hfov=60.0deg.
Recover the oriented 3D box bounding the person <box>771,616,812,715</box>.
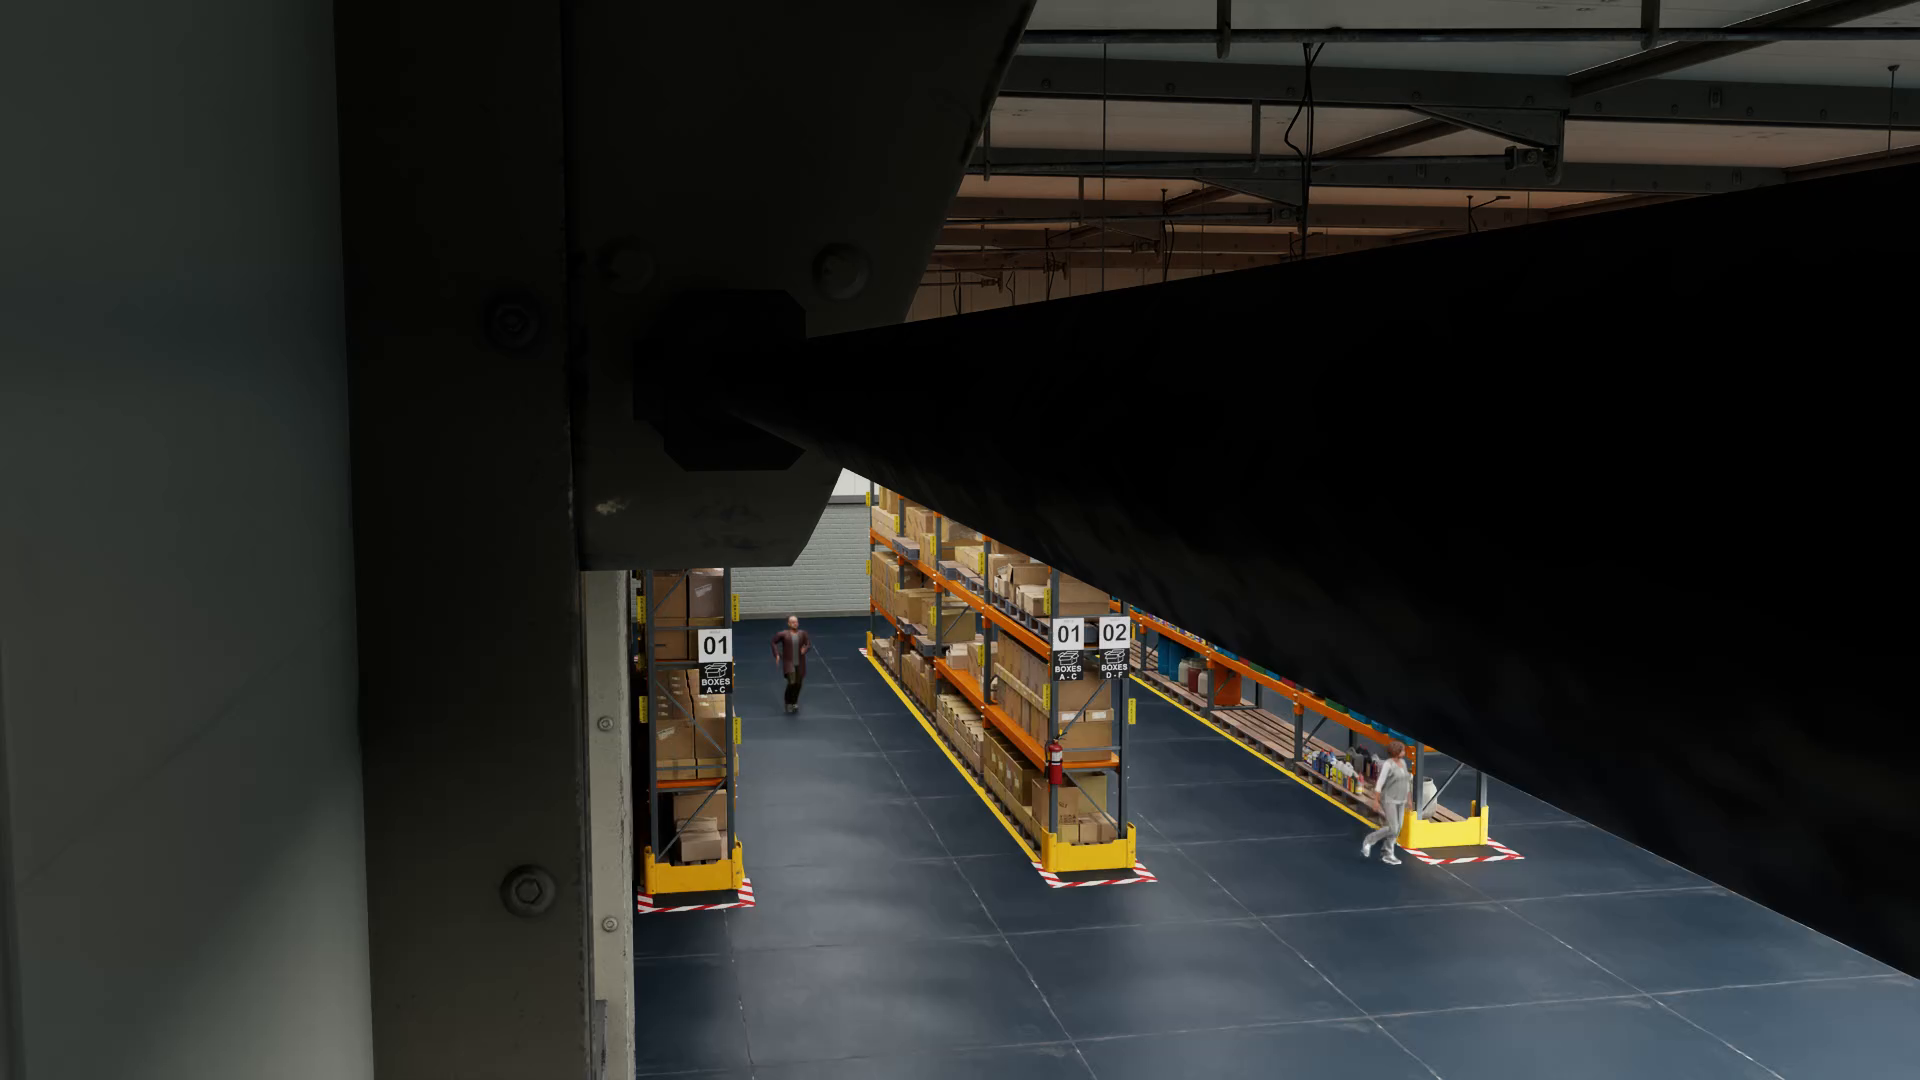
[{"bbox_3d":[-3.040,2.287,30.346,0.693,1.790,0.764,-3,6,-23],"label":"person"}]

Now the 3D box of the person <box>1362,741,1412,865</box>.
[{"bbox_3d":[5.427,3.331,21.158,0.553,1.588,0.491,-5,8,-41],"label":"person"}]
